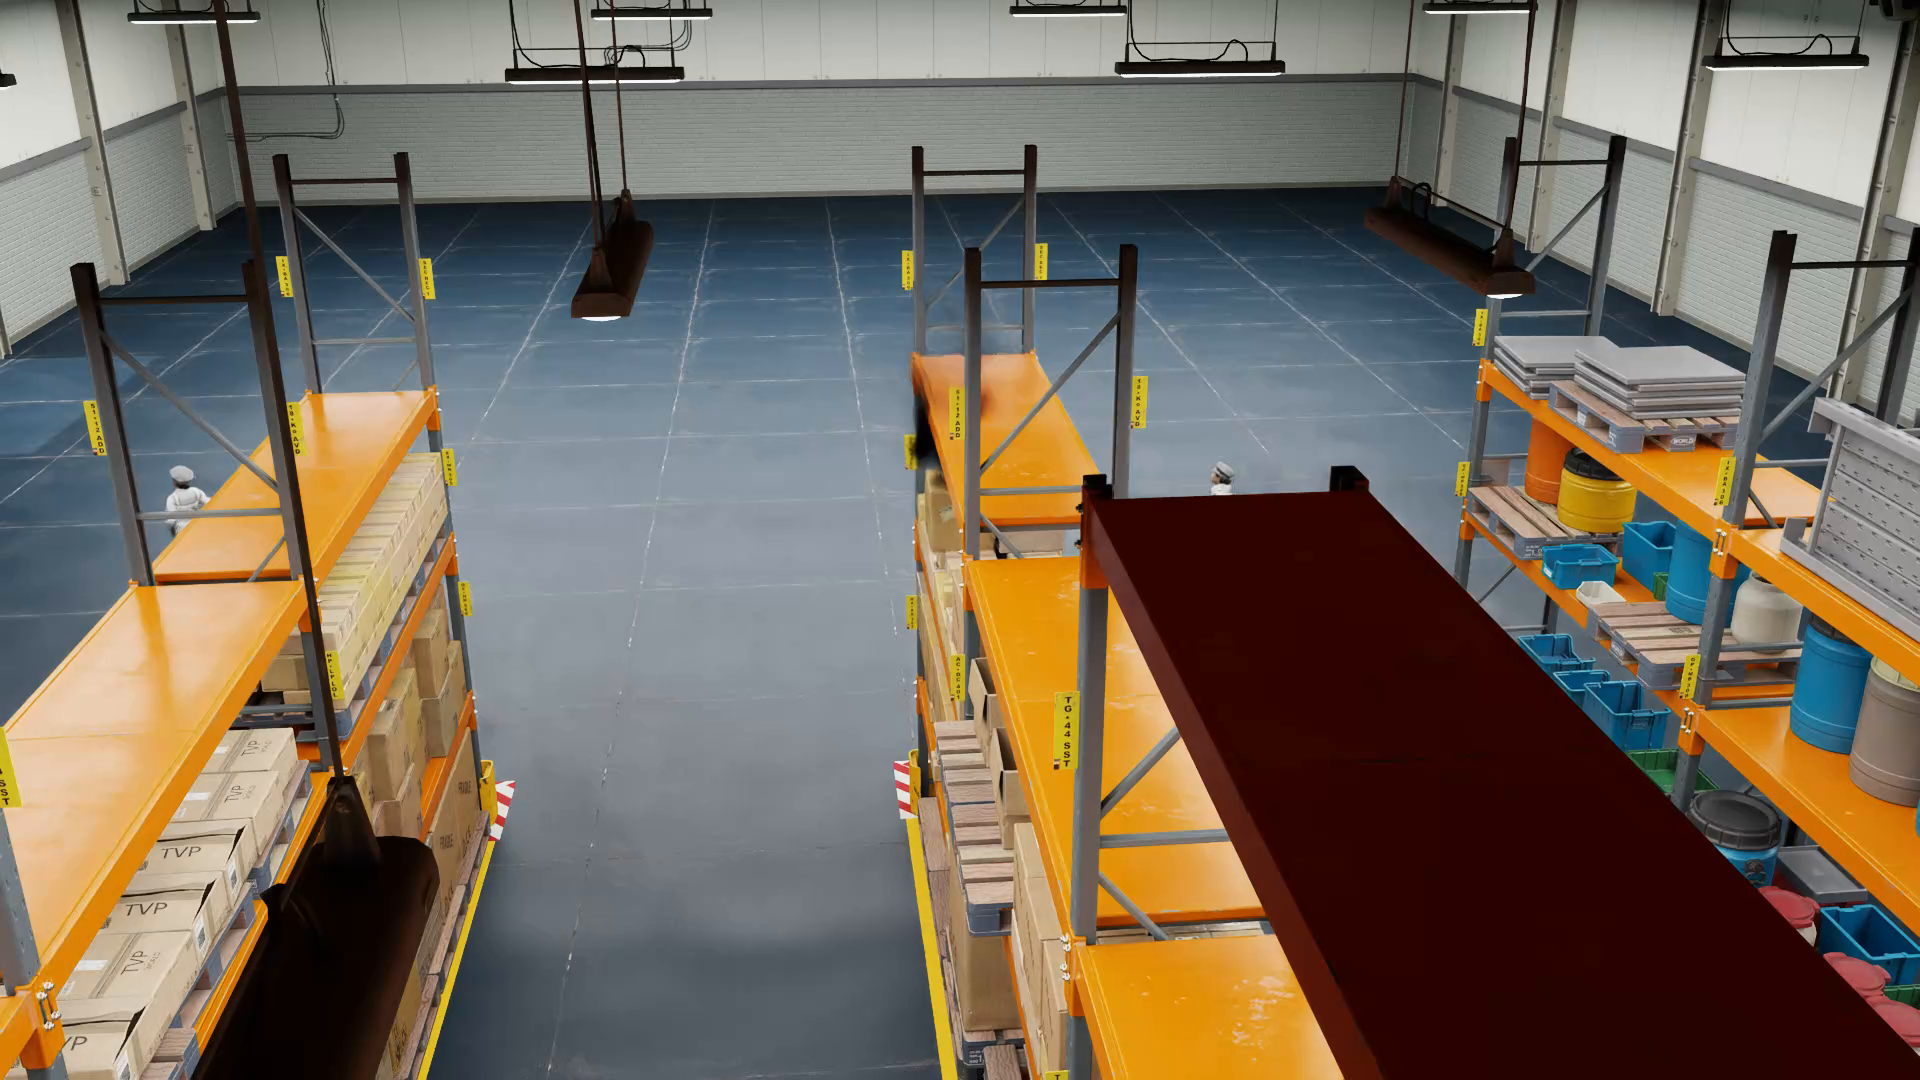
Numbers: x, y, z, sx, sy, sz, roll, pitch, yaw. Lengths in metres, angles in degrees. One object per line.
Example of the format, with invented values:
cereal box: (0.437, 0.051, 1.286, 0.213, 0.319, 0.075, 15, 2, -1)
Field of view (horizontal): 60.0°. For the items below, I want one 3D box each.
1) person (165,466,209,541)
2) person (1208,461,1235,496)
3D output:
person: (-9.091, -0.089, 19.625, 0.559, 1.646, 0.613, 15, 26, 33)
person: (3.124, -0.105, 19.673, 0.781, 1.695, 0.624, 7, 23, 17)
